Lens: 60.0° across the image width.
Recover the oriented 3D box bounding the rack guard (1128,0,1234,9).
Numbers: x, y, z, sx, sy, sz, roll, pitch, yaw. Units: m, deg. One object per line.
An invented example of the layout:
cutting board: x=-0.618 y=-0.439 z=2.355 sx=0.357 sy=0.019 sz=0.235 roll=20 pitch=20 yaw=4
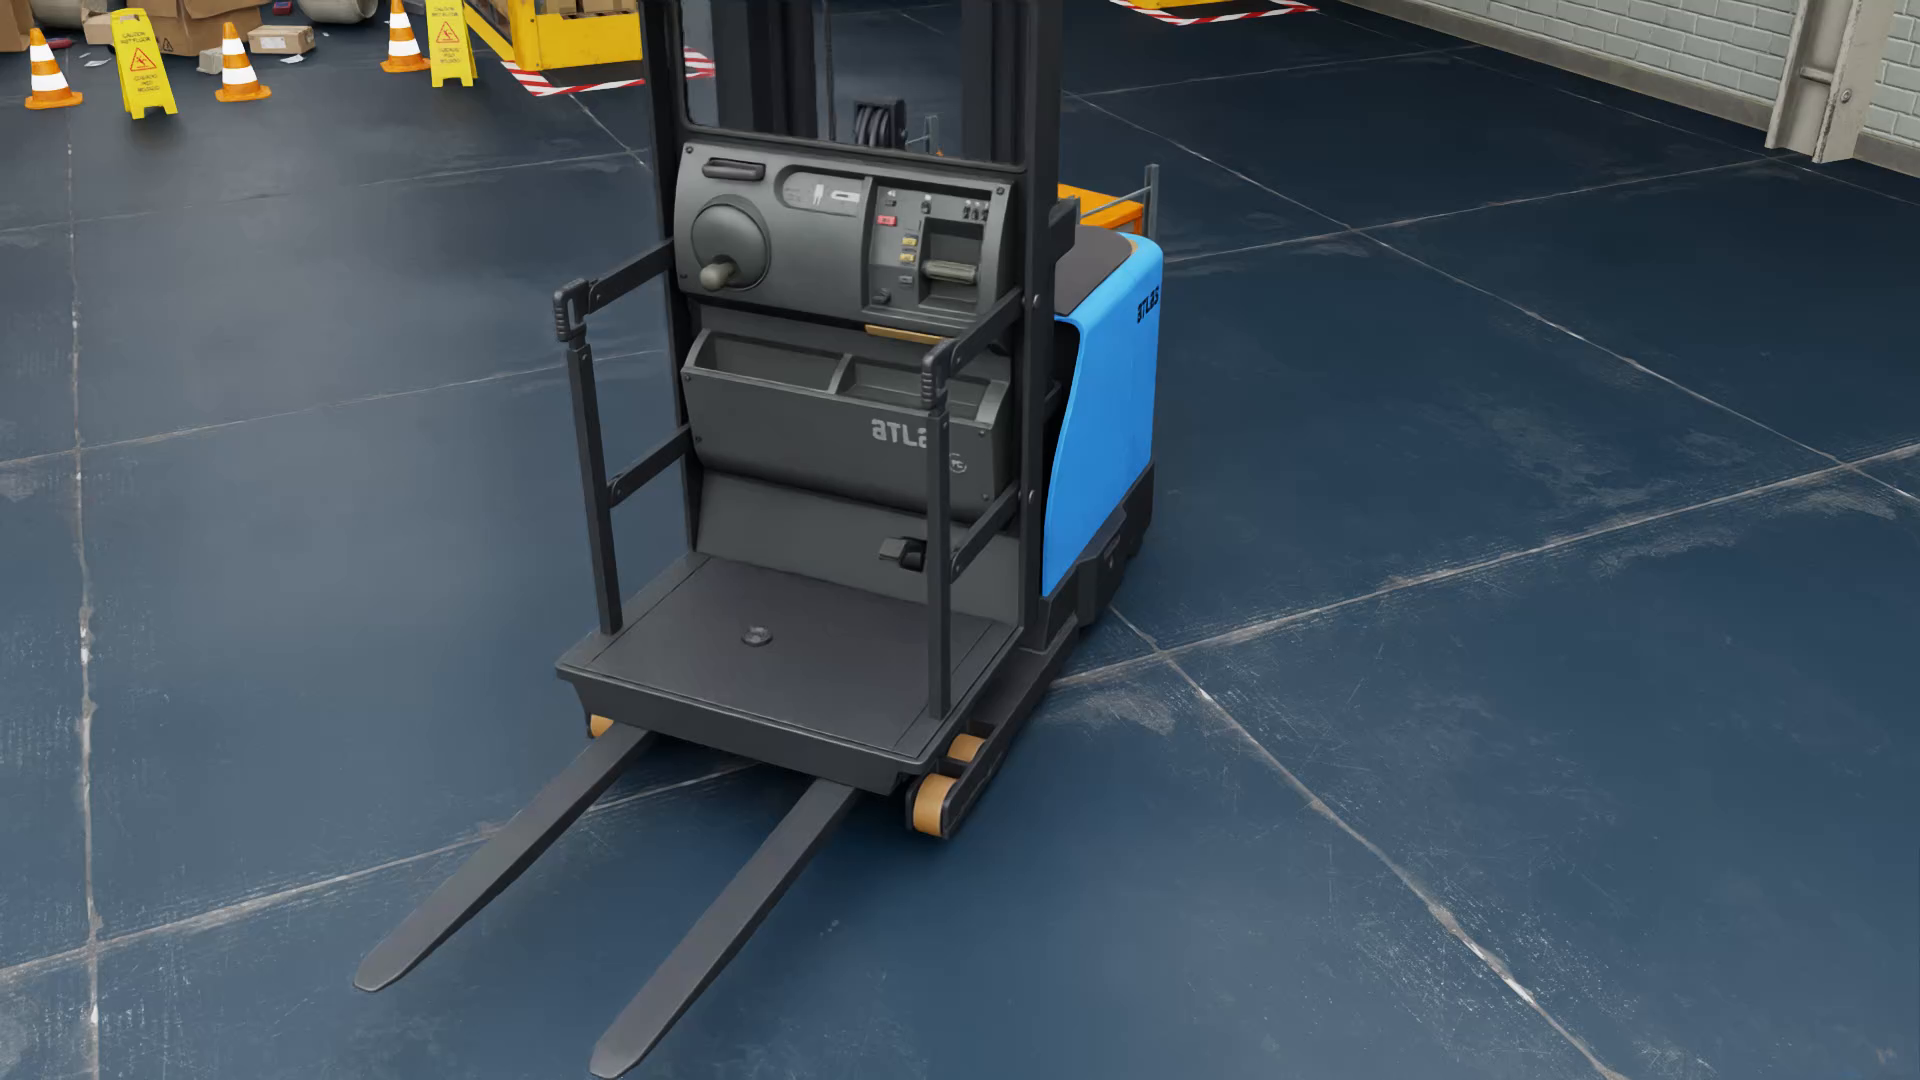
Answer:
rack guard: x=1.954 y=-4.664 z=13.556 sx=1.175 sy=0.500 sz=0.348 roll=-13 pitch=32 yaw=-22

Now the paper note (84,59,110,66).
paper note: x=-6.086 y=-3.372 z=11.734 sx=0.144 sy=0.017 sz=0.142 roll=-3 pitch=29 yaw=-5

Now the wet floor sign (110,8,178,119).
wet floor sign: x=-5.164 y=-3.013 z=10.463 sx=0.267 sy=0.644 sz=0.232 roll=-19 pitch=35 yaw=-30

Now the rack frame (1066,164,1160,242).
rack frame: x=0.520 y=-0.720 z=5.884 sx=0.032 sy=1.125 sz=0.500 roll=22 pitch=36 yaw=34

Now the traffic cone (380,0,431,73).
traffic cone: x=-3.887 y=-3.533 z=11.578 sx=0.336 sy=0.463 sz=0.334 roll=-13 pitch=32 yaw=-22

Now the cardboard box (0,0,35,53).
cardboard box: x=-7.089 y=-3.844 z=12.092 sx=0.500 sy=0.500 sz=0.500 roll=-8 pitch=30 yaw=-13

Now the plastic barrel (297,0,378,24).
plastic barrel: x=-4.791 y=-4.192 z=12.792 sx=0.512 sy=0.421 sz=0.421 roll=7 pitch=30 yaw=13

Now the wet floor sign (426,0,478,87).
wet floor sign: x=-3.422 y=-3.385 z=11.128 sx=0.267 sy=0.644 sz=0.232 roll=-3 pitch=29 yaw=-5

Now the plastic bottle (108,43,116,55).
plastic bottle: x=-6.071 y=-3.556 z=12.030 sx=0.283 sy=0.061 sz=0.133 roll=26 pitch=38 yaw=38

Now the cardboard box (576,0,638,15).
cardboard box: x=-2.634 y=-4.119 z=12.411 sx=0.500 sy=0.250 sz=0.500 roll=-13 pitch=32 yaw=-22

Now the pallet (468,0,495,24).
pallet: x=-3.407 y=-4.443 z=13.457 sx=1.003 sy=0.211 sz=1.213 roll=-13 pitch=32 yaw=-22

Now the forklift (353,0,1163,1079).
forklift: x=-0.398 y=-0.738 z=4.070 sx=1.130 sy=2.935 sz=3.031 roll=12 pitch=31 yaw=21

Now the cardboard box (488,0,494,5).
cardboard box: x=-3.343 y=-4.236 z=12.619 sx=0.500 sy=0.250 sz=0.500 roll=-13 pitch=32 yaw=-22

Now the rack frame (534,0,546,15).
rack frame: x=-2.537 y=-4.721 z=11.102 sx=1.000 sy=3.000 sz=0.127 roll=-13 pitch=32 yaw=-22

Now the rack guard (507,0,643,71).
rack guard: x=-2.570 y=-3.664 z=11.773 sx=1.175 sy=0.500 sz=0.348 roll=-13 pitch=32 yaw=-22

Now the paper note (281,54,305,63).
paper note: x=-4.741 y=-3.425 z=11.828 sx=0.142 sy=0.019 sz=0.148 roll=26 pitch=38 yaw=38

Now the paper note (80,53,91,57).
paper note: x=-6.292 y=-3.486 z=11.957 sx=0.032 sy=0.001 sz=0.123 roll=2 pitch=29 yaw=4

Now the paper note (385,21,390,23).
paper note: x=-4.382 y=-4.032 z=12.908 sx=0.148 sy=0.019 sz=0.142 roll=26 pitch=38 yaw=38

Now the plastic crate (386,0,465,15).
plastic crate: x=-4.321 y=-4.349 z=13.423 sx=0.583 sy=0.080 sz=0.402 roll=26 pitch=38 yaw=38

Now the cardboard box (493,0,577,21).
cardboard box: x=-3.138 y=-4.016 z=12.227 sx=0.500 sy=0.250 sz=0.500 roll=-13 pitch=32 yaw=-22

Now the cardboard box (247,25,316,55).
cardboard box: x=-4.924 y=-3.632 z=12.075 sx=0.380 sy=0.149 sz=0.250 roll=2 pitch=29 yaw=4

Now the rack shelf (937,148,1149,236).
rack shelf: x=0.132 y=-1.136 z=6.027 sx=1.000 sy=0.278 sz=0.538 roll=22 pitch=36 yaw=34

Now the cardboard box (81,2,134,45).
cardboard box: x=-6.280 y=-3.839 z=12.324 sx=0.396 sy=0.266 sz=0.258 roll=-8 pitch=30 yaw=-13

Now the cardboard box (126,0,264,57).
cardboard box: x=-5.578 y=-3.876 z=12.148 sx=0.637 sy=0.503 sz=0.797 roll=13 pitch=32 yaw=21

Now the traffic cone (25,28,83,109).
traffic cone: x=-5.910 y=-3.063 z=10.739 sx=0.336 sy=0.463 sz=0.334 roll=-13 pitch=32 yaw=-22

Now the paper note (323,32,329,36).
paper note: x=-4.784 y=-3.815 z=12.543 sx=0.032 sy=0.001 sz=0.123 roll=-13 pitch=32 yaw=-22

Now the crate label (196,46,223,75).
crate label: x=-5.137 y=-3.342 z=11.571 sx=0.298 sy=0.136 sz=0.250 roll=19 pitch=34 yaw=30

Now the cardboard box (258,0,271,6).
cardboard box: x=-5.843 y=-4.485 z=13.476 sx=0.396 sy=0.266 sz=0.258 roll=13 pitch=32 yaw=21

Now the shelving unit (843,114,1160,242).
shelving unit: x=0.132 y=-0.881 z=6.170 sx=1.048 sy=1.125 sz=0.538 roll=22 pitch=36 yaw=34

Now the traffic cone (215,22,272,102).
traffic cone: x=-4.744 y=-3.150 z=10.895 sx=0.336 sy=0.463 sz=0.334 roll=-13 pitch=32 yaw=-22

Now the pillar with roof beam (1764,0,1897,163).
pillar with roof beam: x=1.147 y=-5.324 z=6.044 sx=9.100 sy=9.000 sz=0.400 roll=-13 pitch=32 yaw=-22

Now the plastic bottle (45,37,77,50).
plastic bottle: x=-6.624 y=-3.626 z=12.153 sx=0.133 sy=0.061 sz=0.283 roll=26 pitch=38 yaw=38

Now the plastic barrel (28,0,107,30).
plastic barrel: x=-6.809 y=-4.101 z=12.631 sx=0.512 sy=0.421 sz=0.421 roll=7 pitch=30 yaw=13

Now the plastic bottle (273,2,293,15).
plastic bottle: x=-5.394 y=-4.242 z=13.253 sx=0.133 sy=0.061 sz=0.283 roll=-8 pitch=30 yaw=-13

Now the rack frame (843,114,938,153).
rack frame: x=-0.257 y=-1.041 z=6.457 sx=0.032 sy=1.125 sz=0.500 roll=22 pitch=36 yaw=34

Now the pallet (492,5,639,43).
pallet: x=-2.887 y=-3.904 z=12.497 sx=1.003 sy=0.211 sz=1.213 roll=-13 pitch=32 yaw=-22
